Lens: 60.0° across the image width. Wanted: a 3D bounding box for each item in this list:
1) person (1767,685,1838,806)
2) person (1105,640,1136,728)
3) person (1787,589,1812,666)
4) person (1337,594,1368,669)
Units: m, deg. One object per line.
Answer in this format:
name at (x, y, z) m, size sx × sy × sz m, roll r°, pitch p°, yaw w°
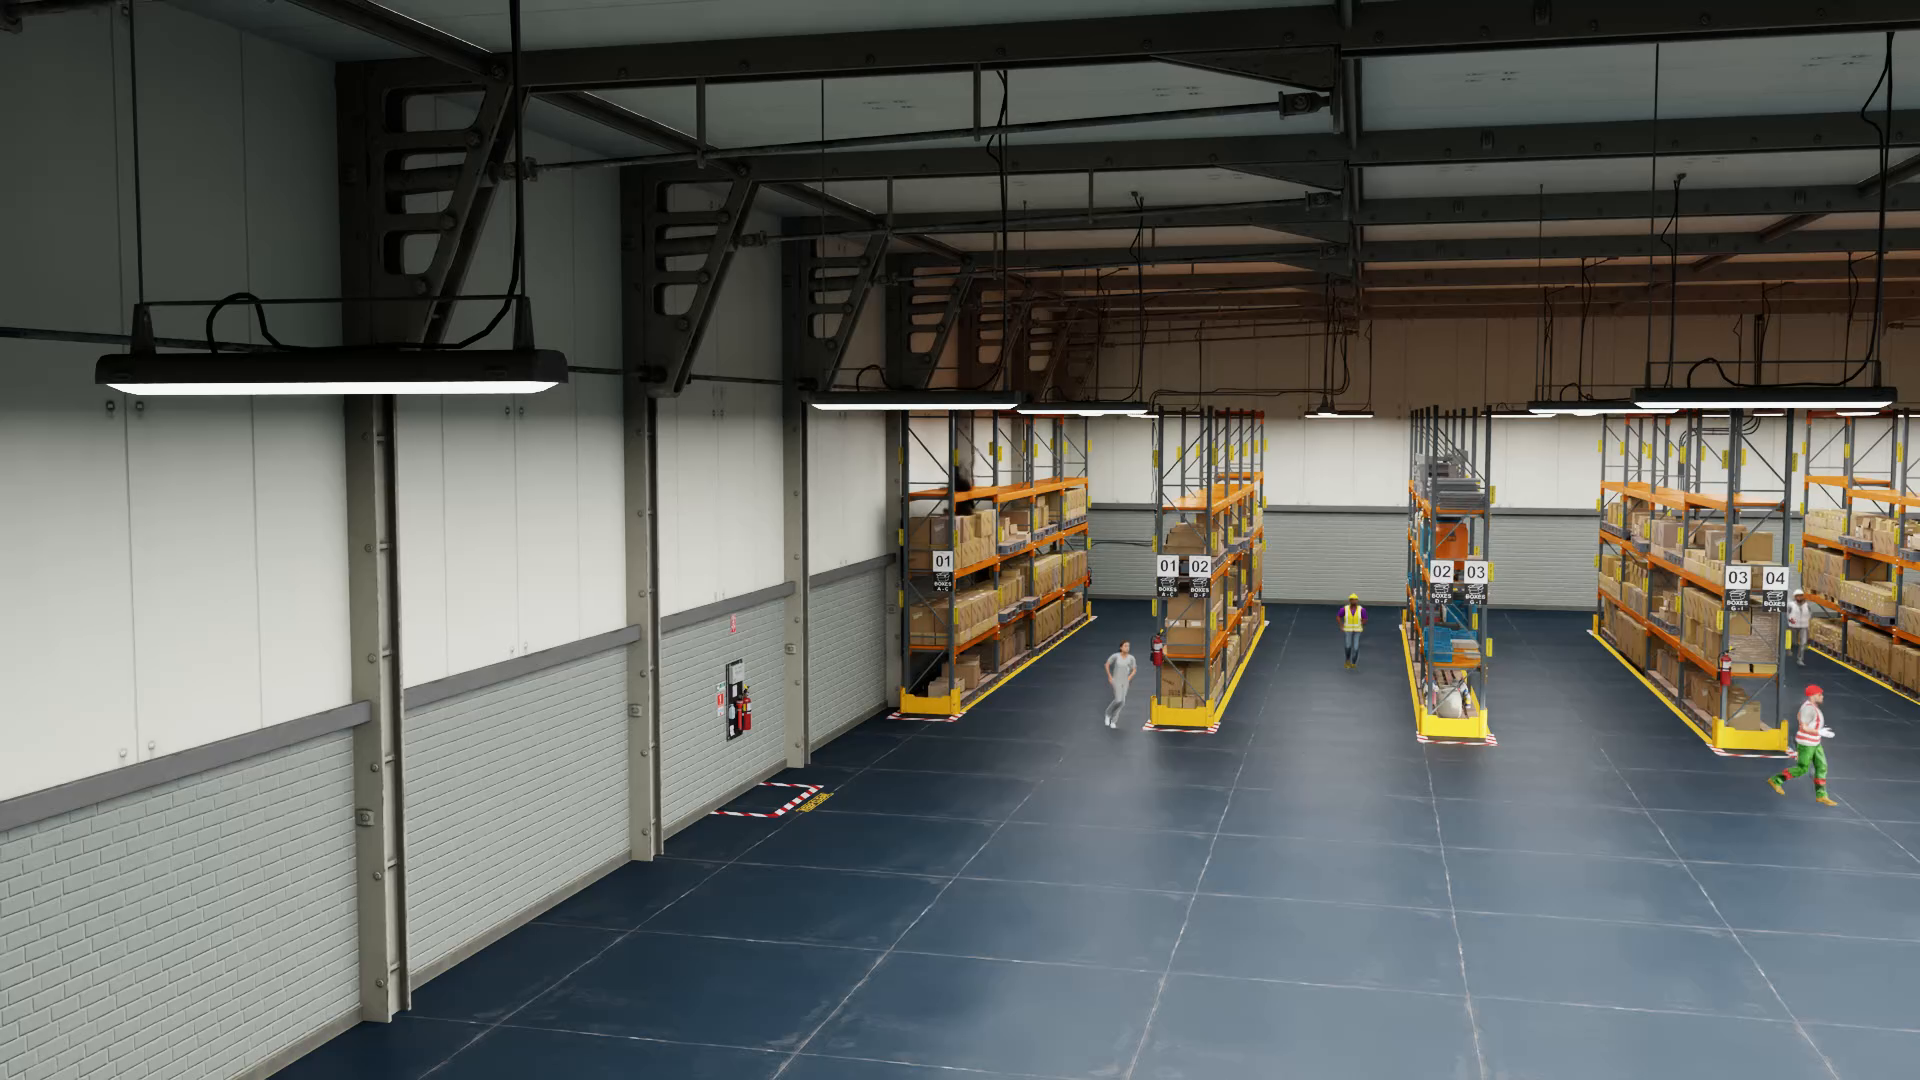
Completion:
person at (12.642, 3.045, 24.892) m, size 0.953 × 1.787 × 0.636 m, roll 3°, pitch 5°, yaw 39°
person at (3.019, 2.686, 31.034) m, size 0.582 × 1.641 × 0.523 m, roll -1°, pitch 4°, yaw -16°
person at (19.767, 2.048, 39.218) m, size 0.671 × 1.770 × 0.867 m, roll 1°, pitch 4°, yaw 11°
person at (9.013, 2.112, 38.167) m, size 0.684 × 1.743 × 0.618 m, roll 1°, pitch 4°, yaw 9°
